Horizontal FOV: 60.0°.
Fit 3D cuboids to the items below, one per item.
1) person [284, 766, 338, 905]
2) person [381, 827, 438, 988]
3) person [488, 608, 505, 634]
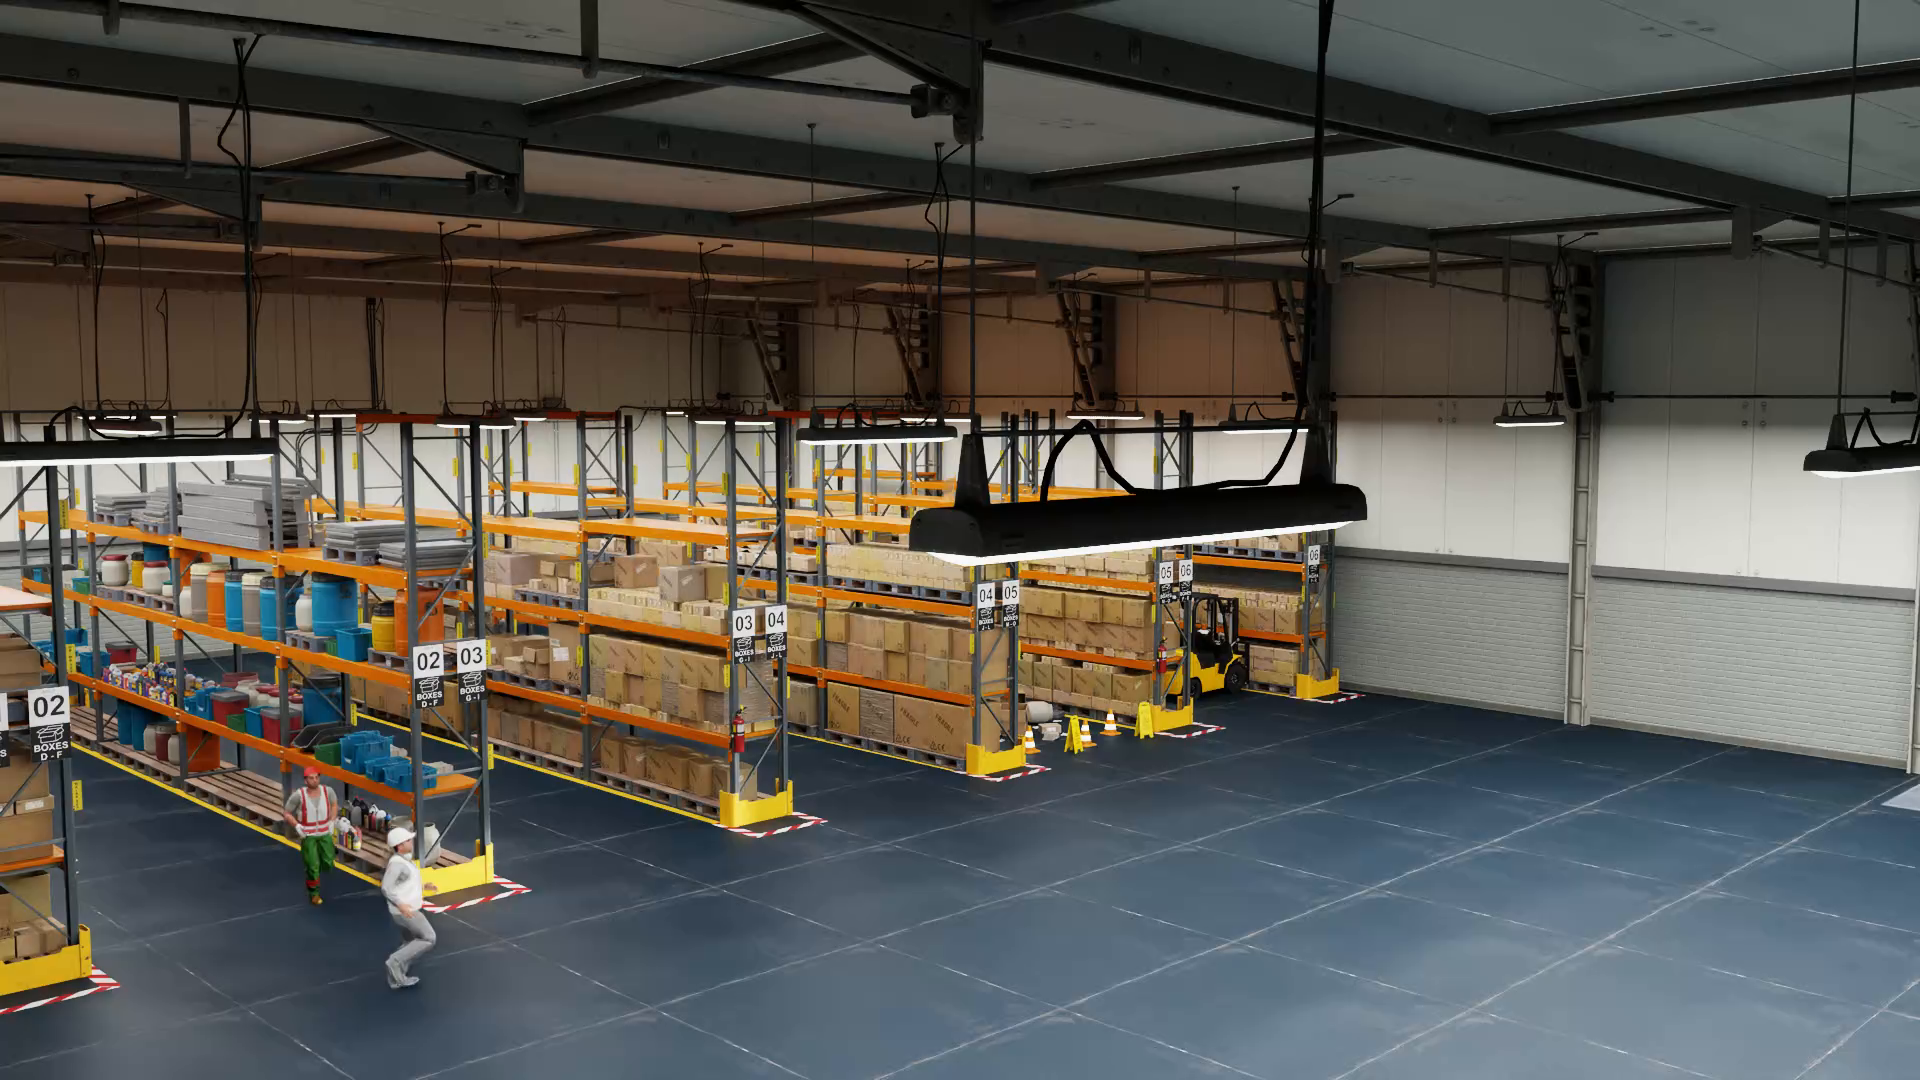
[{"bbox_3d":[-8.067,3.665,20.750,0.664,1.739,0.622,-4,6,-39],"label":"person"},{"bbox_3d":[-5.874,3.926,17.787,0.578,1.734,0.656,-2,5,-18],"label":"person"},{"bbox_3d":[-11.383,1.960,40.708,0.855,1.675,0.617,0,5,1],"label":"person"}]
